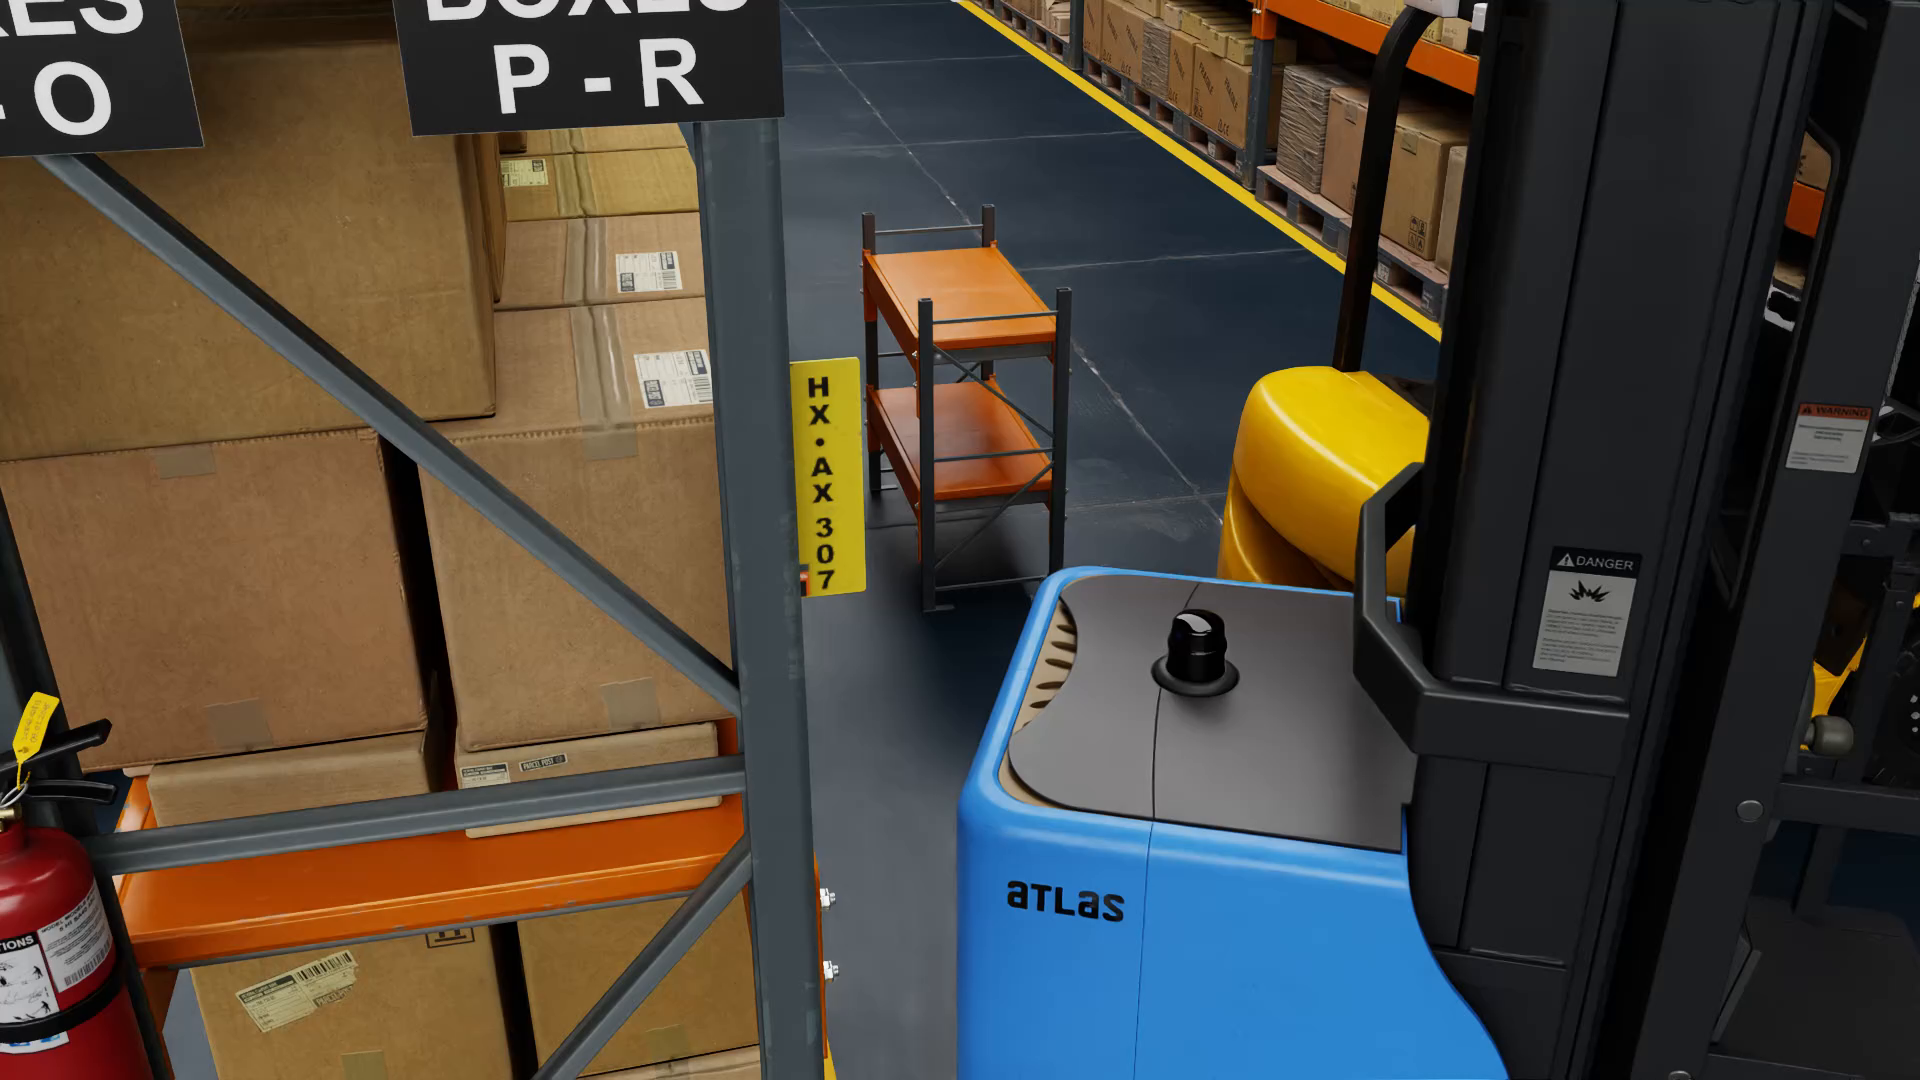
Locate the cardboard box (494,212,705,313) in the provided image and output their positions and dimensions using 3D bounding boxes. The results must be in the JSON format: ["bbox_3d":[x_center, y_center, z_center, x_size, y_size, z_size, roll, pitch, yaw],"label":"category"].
[{"bbox_3d":[-0.658,-0.273,3.021,0.500,0.500,0.500,-5,27,-10],"label":"cardboard box"}]

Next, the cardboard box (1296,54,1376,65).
[{"bbox_3d":[2.509,-2.935,11.045,0.500,0.500,0.500,-5,27,-10],"label":"cardboard box"}]

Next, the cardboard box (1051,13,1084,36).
[{"bbox_3d":[1.018,-4.536,14.605,0.380,0.149,0.250,-7,28,-13],"label":"cardboard box"}]

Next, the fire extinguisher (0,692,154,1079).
[{"bbox_3d":[-1.125,0.499,2.018,0.296,0.674,0.183,-6,27,-12],"label":"fire extinguisher"}]

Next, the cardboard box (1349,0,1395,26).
[{"bbox_3d":[2.424,-2.917,8.867,0.500,0.250,0.500,-7,28,-13],"label":"cardboard box"}]

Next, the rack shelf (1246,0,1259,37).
[{"bbox_3d":[1.880,-4.207,12.055,1.077,0.370,4.000,-6,27,-12],"label":"rack shelf"}]

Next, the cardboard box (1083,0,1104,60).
[{"bbox_3d":[1.319,-4.243,13.635,0.500,0.500,0.500,-5,27,-9],"label":"cardboard box"}]

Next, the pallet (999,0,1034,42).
[{"bbox_3d":[0.997,-5.000,15.921,1.003,0.211,1.213,-6,27,-12],"label":"pallet"}]

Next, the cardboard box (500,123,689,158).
[{"bbox_3d":[-0.896,-0.719,3.905,0.500,0.500,0.500,-7,28,-13],"label":"cardboard box"}]

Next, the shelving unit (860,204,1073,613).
[{"bbox_3d":[-0.002,-0.505,6.002,0.538,1.125,1.048,-6,27,-12],"label":"shelving unit"}]

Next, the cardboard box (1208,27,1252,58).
[{"bbox_3d":[1.881,-3.319,11.085,0.380,0.149,0.250,-7,28,-14],"label":"cardboard box"}]

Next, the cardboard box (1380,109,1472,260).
[{"bbox_3d":[2.765,-1.921,8.896,0.875,0.625,0.625,-7,28,-14],"label":"cardboard box"}]

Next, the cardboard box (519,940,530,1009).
[{"bbox_3d":[-1.255,0.852,3.819,0.500,0.250,0.500,-6,27,-11],"label":"cardboard box"}]

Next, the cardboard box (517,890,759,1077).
[{"bbox_3d":[-0.620,0.680,3.327,0.500,0.500,0.500,-7,28,-13],"label":"cardboard box"}]

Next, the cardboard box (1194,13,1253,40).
[{"bbox_3d":[1.850,-3.560,11.562,0.380,0.149,0.250,-5,27,-10],"label":"cardboard box"}]

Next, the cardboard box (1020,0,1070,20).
[{"bbox_3d":[0.962,-5.121,15.375,0.700,0.500,0.500,-7,28,-14],"label":"cardboard box"}]

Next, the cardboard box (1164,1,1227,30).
[{"bbox_3d":[1.701,-3.788,12.013,0.380,0.149,0.250,-7,28,-14],"label":"cardboard box"}]

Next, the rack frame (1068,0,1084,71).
[{"bbox_3d":[1.429,-5.406,13.632,1.000,3.000,0.127,-6,27,-12],"label":"rack frame"}]

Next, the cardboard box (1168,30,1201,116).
[{"bbox_3d":[1.803,-3.336,11.838,0.500,0.500,0.500,-5,27,-9],"label":"cardboard box"}]

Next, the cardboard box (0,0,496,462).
[{"bbox_3d":[-1.029,-0.458,2.279,0.700,0.500,0.500,-7,28,-13],"label":"cardboard box"}]

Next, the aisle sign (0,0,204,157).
[{"bbox_3d":[-0.970,-0.737,1.495,0.394,0.787,0.004,-6,27,-12],"label":"aisle sign"}]

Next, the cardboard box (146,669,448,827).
[{"bbox_3d":[-0.994,0.337,2.532,0.380,0.149,0.250,-5,27,-10],"label":"cardboard box"}]

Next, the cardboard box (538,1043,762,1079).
[{"bbox_3d":[-0.614,1.025,3.475,0.500,0.250,0.500,-6,27,-12],"label":"cardboard box"}]

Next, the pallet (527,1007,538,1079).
[{"bbox_3d":[-0.867,1.219,3.601,1.003,0.211,1.213,-6,27,-12],"label":"pallet"}]

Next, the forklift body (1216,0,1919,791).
[{"bbox_3d":[1.929,-0.407,4.669,2.313,2.155,1.214,-6,27,-12],"label":"forklift body"}]

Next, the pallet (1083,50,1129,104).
[{"bbox_3d":[1.650,-3.808,13.561,1.003,0.211,1.213,-6,27,-12],"label":"pallet"}]

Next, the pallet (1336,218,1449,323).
[{"bbox_3d":[2.750,-1.506,8.999,1.003,0.211,1.213,-6,27,-12],"label":"pallet"}]

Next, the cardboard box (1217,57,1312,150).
[{"bbox_3d":[2.026,-2.886,10.946,0.500,0.500,0.500,-5,27,-10],"label":"cardboard box"}]

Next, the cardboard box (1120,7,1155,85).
[{"bbox_3d":[1.557,-3.790,12.739,0.500,0.500,0.500,-7,28,-13],"label":"cardboard box"}]

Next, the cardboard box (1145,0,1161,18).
[{"bbox_3d":[1.606,-4.016,12.466,0.380,0.149,0.250,-5,27,-10],"label":"cardboard box"}]

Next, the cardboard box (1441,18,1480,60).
[{"bbox_3d":[2.663,-2.463,7.968,0.500,0.250,0.500,-6,27,-11],"label":"cardboard box"}]

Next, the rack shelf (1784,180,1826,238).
[{"bbox_3d":[3.683,-0.695,5.097,1.077,0.370,4.000,-6,27,-12],"label":"rack shelf"}]

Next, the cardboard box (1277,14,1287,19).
[{"bbox_3d":[2.378,-3.621,11.684,0.380,0.149,0.250,-7,28,-14],"label":"cardboard box"}]

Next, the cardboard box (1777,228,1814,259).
[{"bbox_3d":[3.036,-1.056,6.490,0.500,0.250,0.500,-6,27,-12],"label":"cardboard box"}]

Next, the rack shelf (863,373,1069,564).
[{"bbox_3d":[-0.002,-0.287,6.113,0.538,0.278,1.000,-6,27,-12],"label":"rack shelf"}]

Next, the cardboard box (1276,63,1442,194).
[{"bbox_3d":[2.458,-2.502,10.048,0.875,0.625,0.625,-5,27,-10],"label":"cardboard box"}]

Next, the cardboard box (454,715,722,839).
[{"bbox_3d":[-0.576,0.309,2.587,0.380,0.149,0.250,-6,27,-11],"label":"cardboard box"}]

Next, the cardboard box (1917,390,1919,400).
[{"bbox_3d":[3.264,-0.614,5.613,0.500,0.250,0.500,-5,27,-10],"label":"cardboard box"}]

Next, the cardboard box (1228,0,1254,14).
[{"bbox_3d":[2.174,-3.834,12.106,0.380,0.149,0.250,-6,27,-11],"label":"cardboard box"}]

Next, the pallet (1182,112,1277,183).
[{"bbox_3d":[2.199,-2.737,11.438,1.003,0.211,1.213,-6,27,-12],"label":"pallet"}]

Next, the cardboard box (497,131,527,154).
[{"bbox_3d":[-1.328,-1.128,3.605,0.700,0.500,0.500,-6,27,-12],"label":"cardboard box"}]

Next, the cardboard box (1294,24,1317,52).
[{"bbox_3d":[2.483,-3.391,11.228,0.380,0.149,0.250,-5,27,-10],"label":"cardboard box"}]

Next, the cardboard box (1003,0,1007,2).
[{"bbox_3d":[0.728,-5.577,16.278,0.700,0.500,0.500,-5,27,-9],"label":"cardboard box"}]

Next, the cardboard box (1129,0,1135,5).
[{"bbox_3d":[1.533,-4.239,12.907,0.380,0.149,0.250,-6,27,-12],"label":"cardboard box"}]

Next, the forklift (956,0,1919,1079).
[{"bbox_3d":[1.552,0.052,2.894,3.031,2.935,1.130,6,27,11],"label":"forklift"}]

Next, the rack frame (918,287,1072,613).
[{"bbox_3d":[0.113,-0.282,5.560,0.500,1.125,0.032,-6,27,-12],"label":"rack frame"}]
